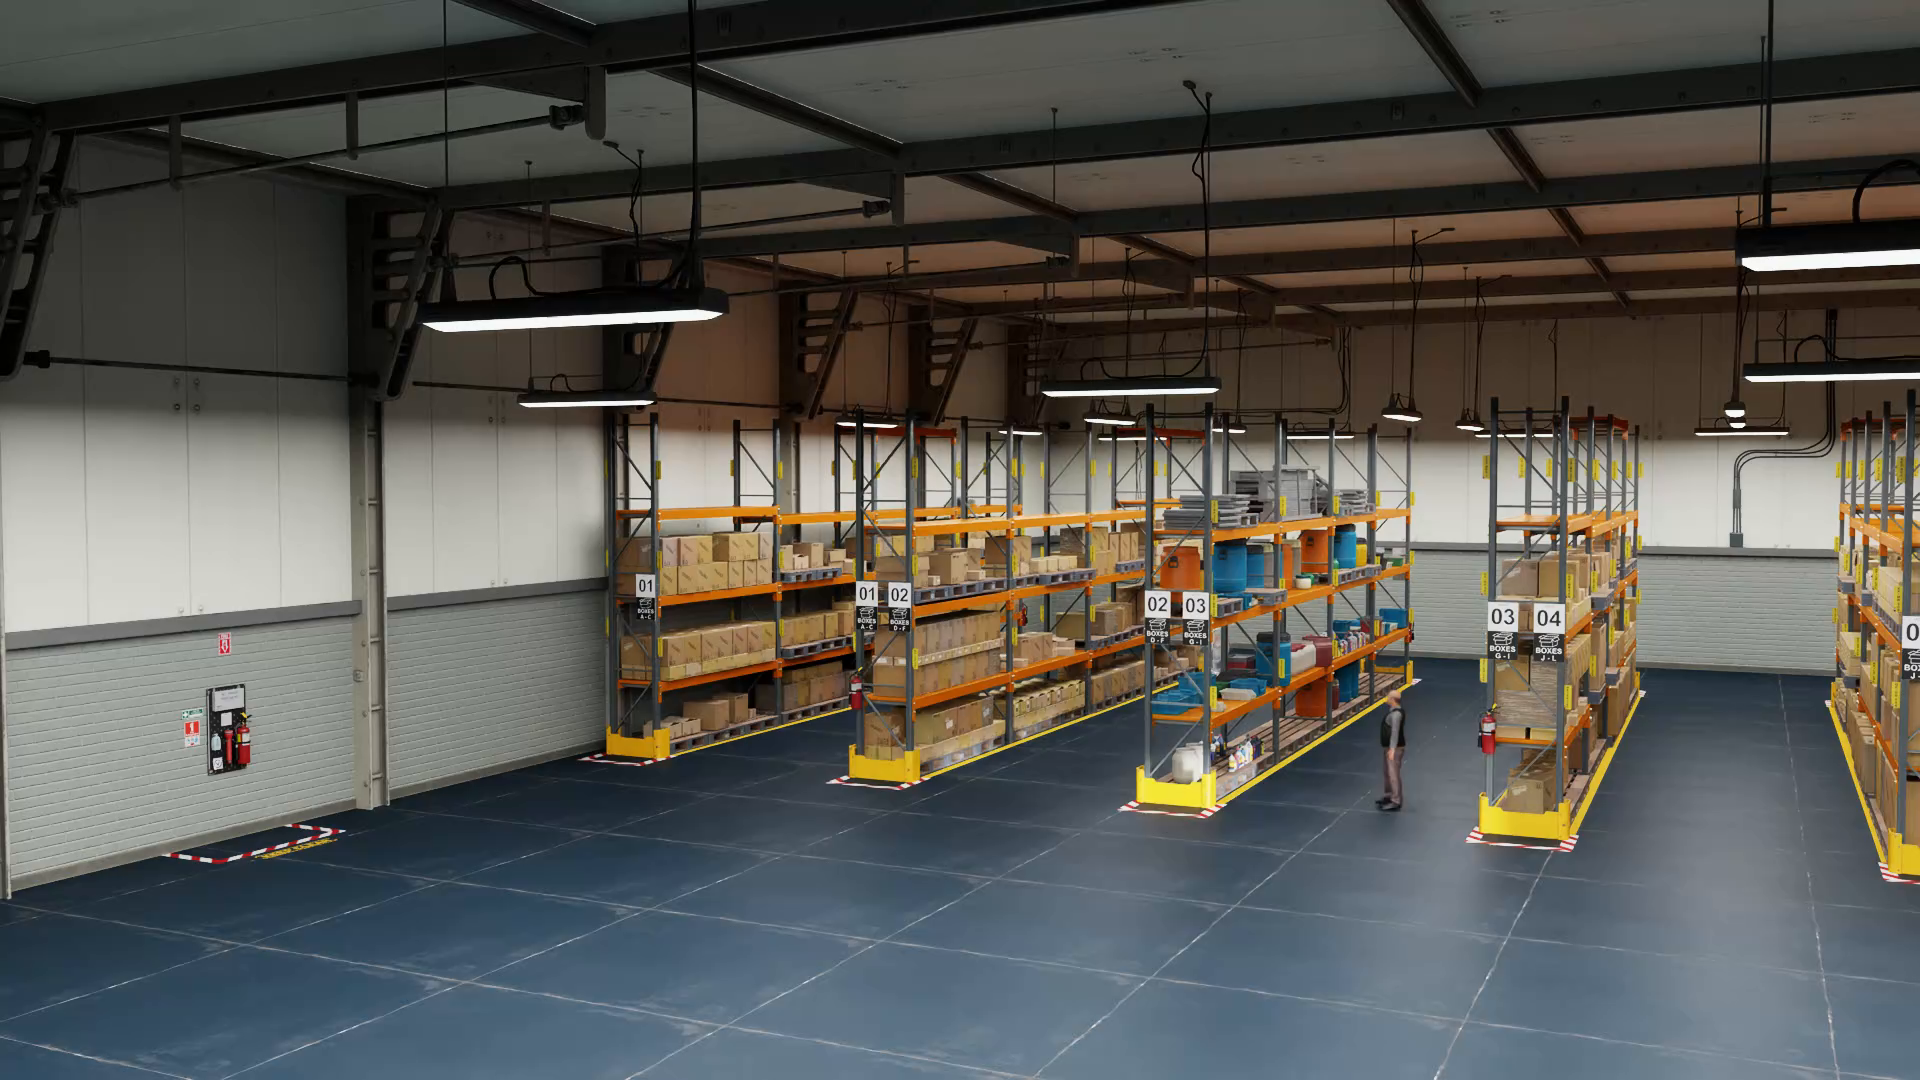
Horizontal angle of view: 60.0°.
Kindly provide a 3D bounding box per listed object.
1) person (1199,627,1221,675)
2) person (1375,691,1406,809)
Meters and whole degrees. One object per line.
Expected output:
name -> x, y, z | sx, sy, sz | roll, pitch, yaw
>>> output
person -> 5.717, 2.529, 38.302 | 0.639, 1.848, 0.625 | -2, 3, -37
person -> 6.413, 3.096, 24.721 | 0.431, 1.720, 0.574 | 0, 2, 3
